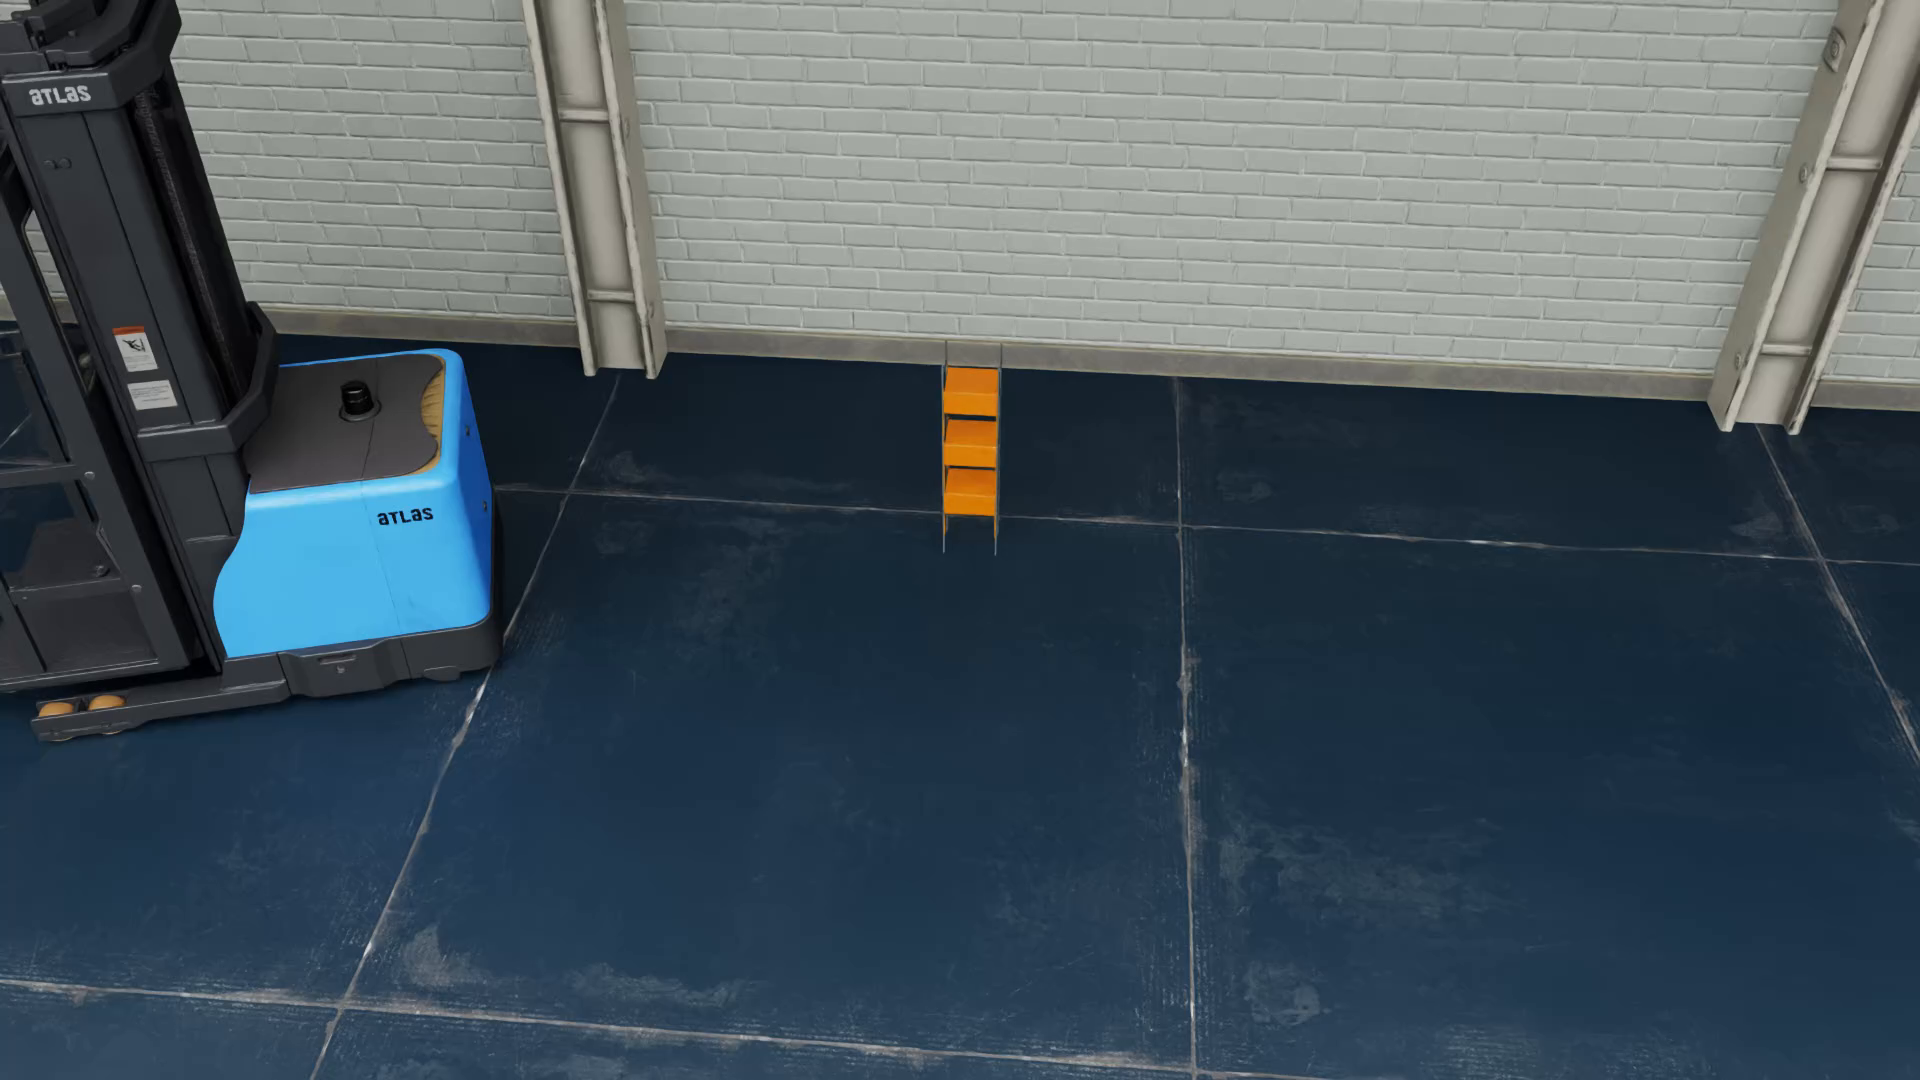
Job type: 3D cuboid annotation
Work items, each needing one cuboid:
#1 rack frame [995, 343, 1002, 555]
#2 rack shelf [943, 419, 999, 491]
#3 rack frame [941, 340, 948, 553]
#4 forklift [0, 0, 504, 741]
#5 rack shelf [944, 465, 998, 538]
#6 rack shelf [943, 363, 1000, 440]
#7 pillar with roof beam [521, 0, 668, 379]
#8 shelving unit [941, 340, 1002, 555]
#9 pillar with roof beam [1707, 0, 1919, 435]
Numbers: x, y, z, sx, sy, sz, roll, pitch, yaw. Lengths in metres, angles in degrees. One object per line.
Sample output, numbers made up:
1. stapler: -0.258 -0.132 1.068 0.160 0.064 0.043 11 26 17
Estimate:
1. rack frame: 0.175 -0.398 7.577 0.008 1.050 0.200 3 39 4
2. rack shelf: 0.053 -0.396 7.592 0.240 0.259 0.215 3 39 4
3. rack frame: -0.068 -0.411 7.594 0.008 1.050 0.200 3 39 4
4. forklift: -3.554 -0.668 6.420 3.031 2.935 1.130 -8 40 -9
5. rack shelf: 0.053 -0.180 7.768 0.240 0.259 0.215 3 39 4
6. rack shelf: 0.053 -0.616 7.413 0.240 0.259 0.215 3 39 4
7. pillar with roof beam: -2.198 -1.761 2.955 0.400 9.000 9.100 3 39 4
8. shelving unit: 0.053 -0.404 7.585 0.252 1.050 0.215 3 39 4
9. pillar with roof beam: 3.780 -1.434 2.553 0.400 9.000 9.100 3 39 4
